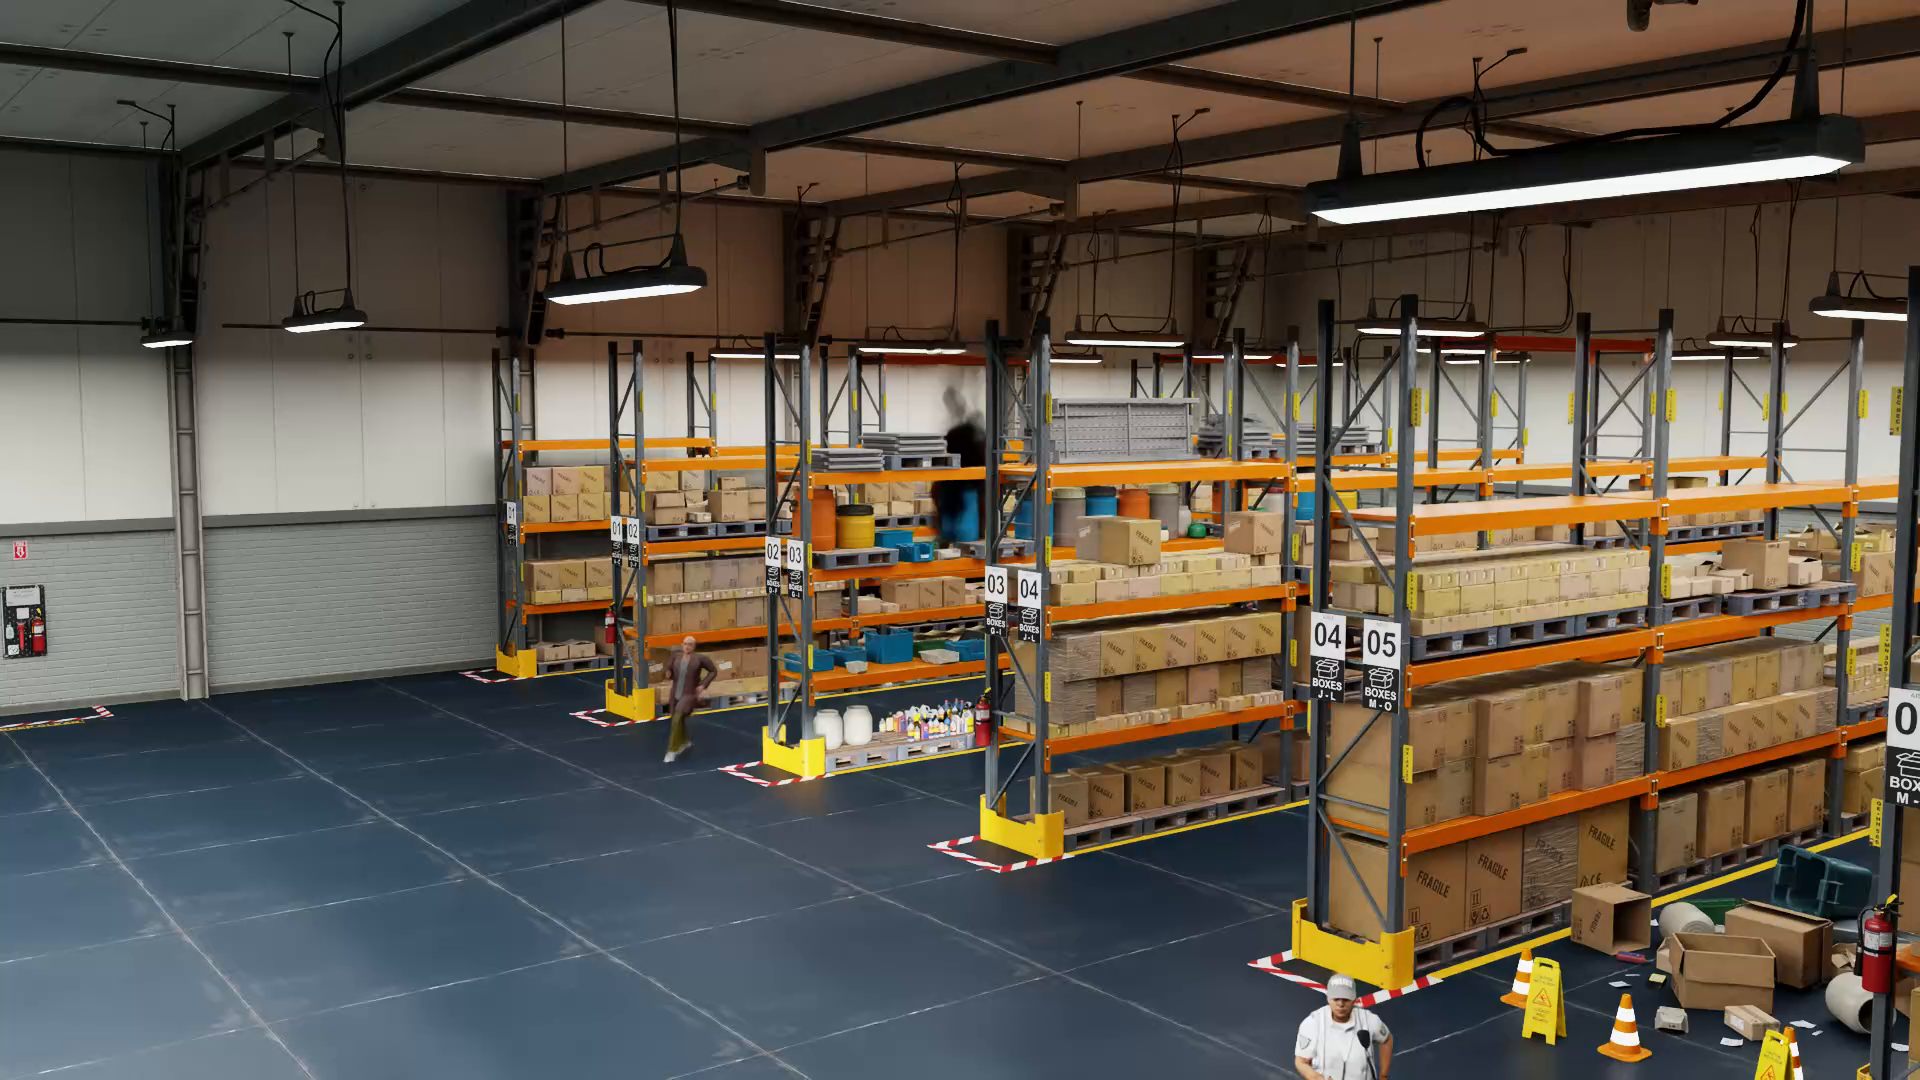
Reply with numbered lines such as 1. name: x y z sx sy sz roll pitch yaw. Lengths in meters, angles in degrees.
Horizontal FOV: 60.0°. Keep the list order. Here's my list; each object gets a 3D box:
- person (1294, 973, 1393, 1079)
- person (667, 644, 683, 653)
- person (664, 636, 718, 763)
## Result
1. person: 2.326 3.460 10.122 0.571 1.703 0.794 1 5 17
2. person: -4.919 1.674 29.696 0.682 1.839 0.801 5 7 44
3. person: -3.849 2.244 23.483 0.710 1.806 0.794 3 6 27
